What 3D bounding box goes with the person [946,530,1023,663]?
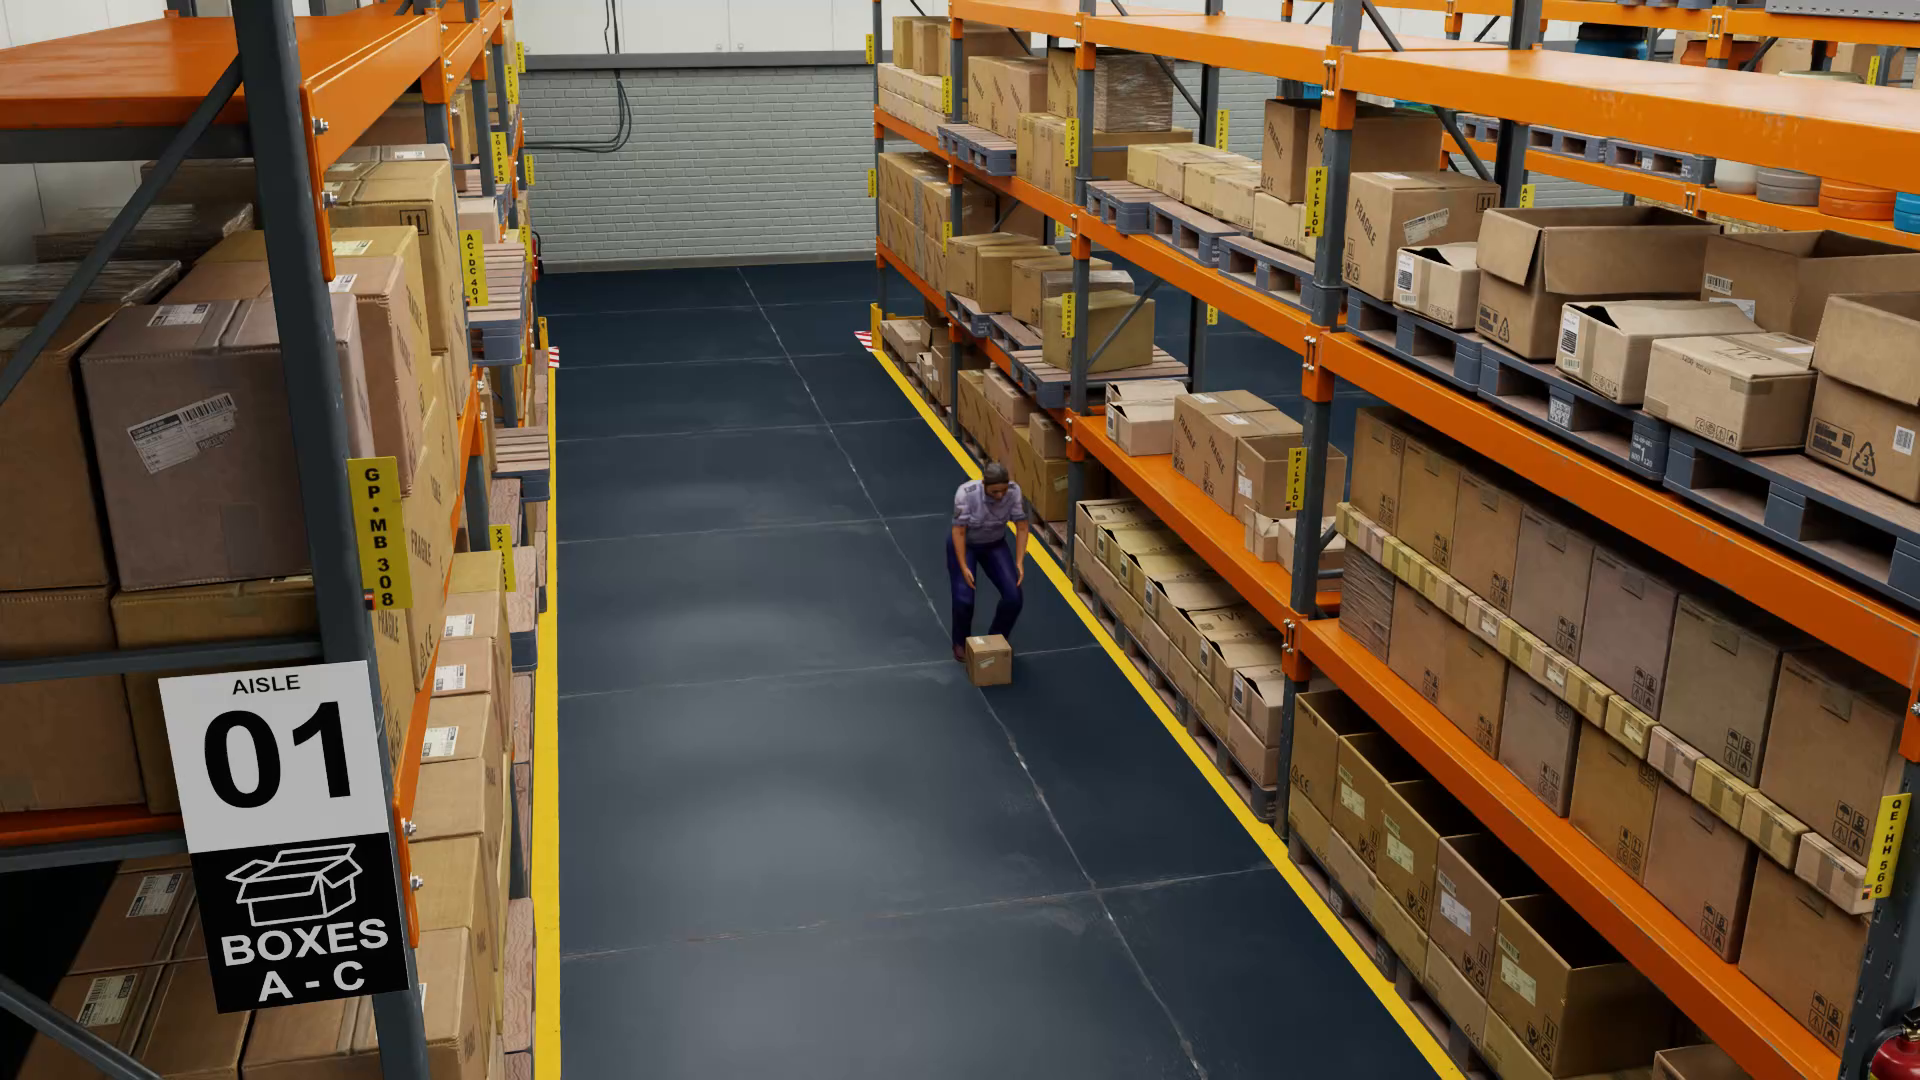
[{"bbox_3d":[0.150,0.331,11.283,0.486,0.909,0.498,-5,20,-13],"label":"person"}]
